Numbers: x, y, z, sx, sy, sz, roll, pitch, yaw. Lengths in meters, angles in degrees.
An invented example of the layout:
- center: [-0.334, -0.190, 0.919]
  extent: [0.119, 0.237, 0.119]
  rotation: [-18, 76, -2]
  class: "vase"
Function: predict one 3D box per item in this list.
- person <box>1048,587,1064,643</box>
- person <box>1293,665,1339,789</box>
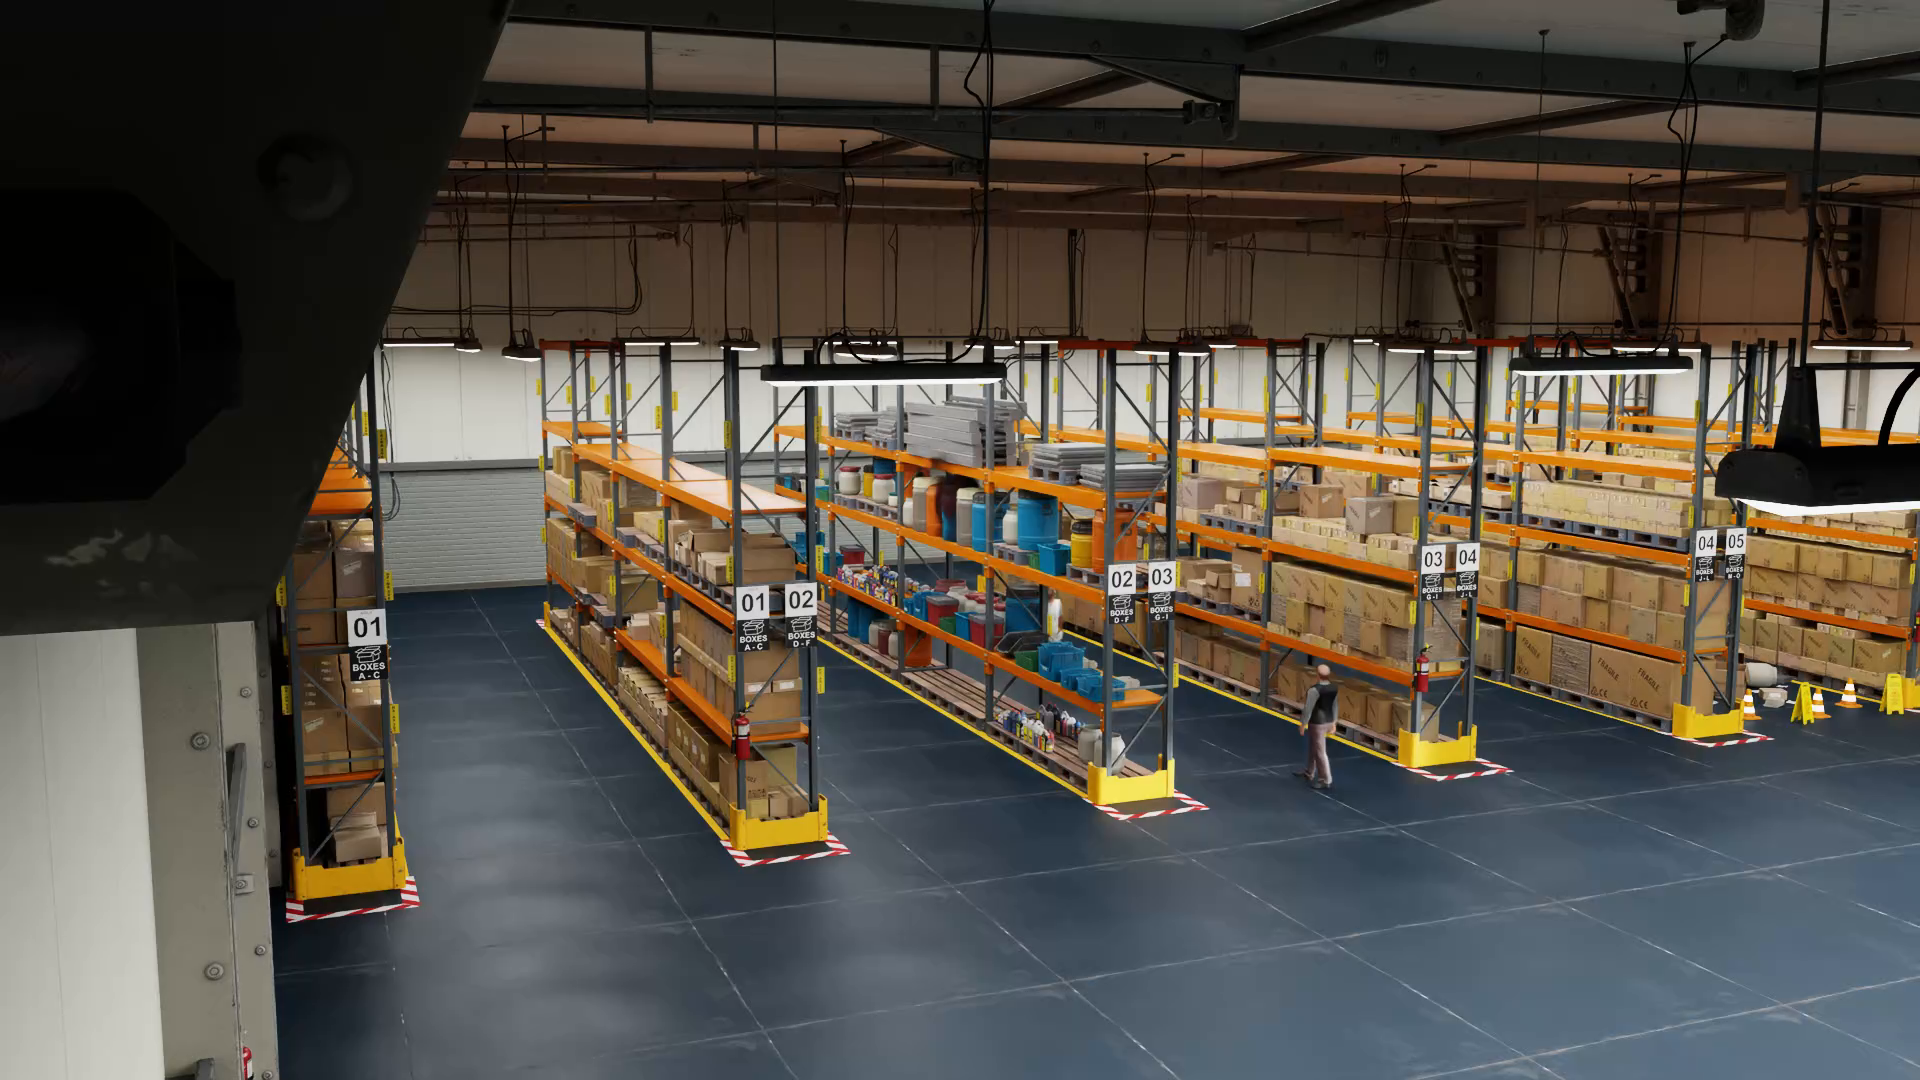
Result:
- center: [1.561, 1.626, 29.064]
  extent: [0.673, 1.722, 0.951]
  rotation: [-4, 9, -31]
  class: "person"
- center: [4.828, 2.524, 22.821]
  extent: [0.682, 1.707, 0.543]
  rotation: [6, 10, 40]
  class: "person"
